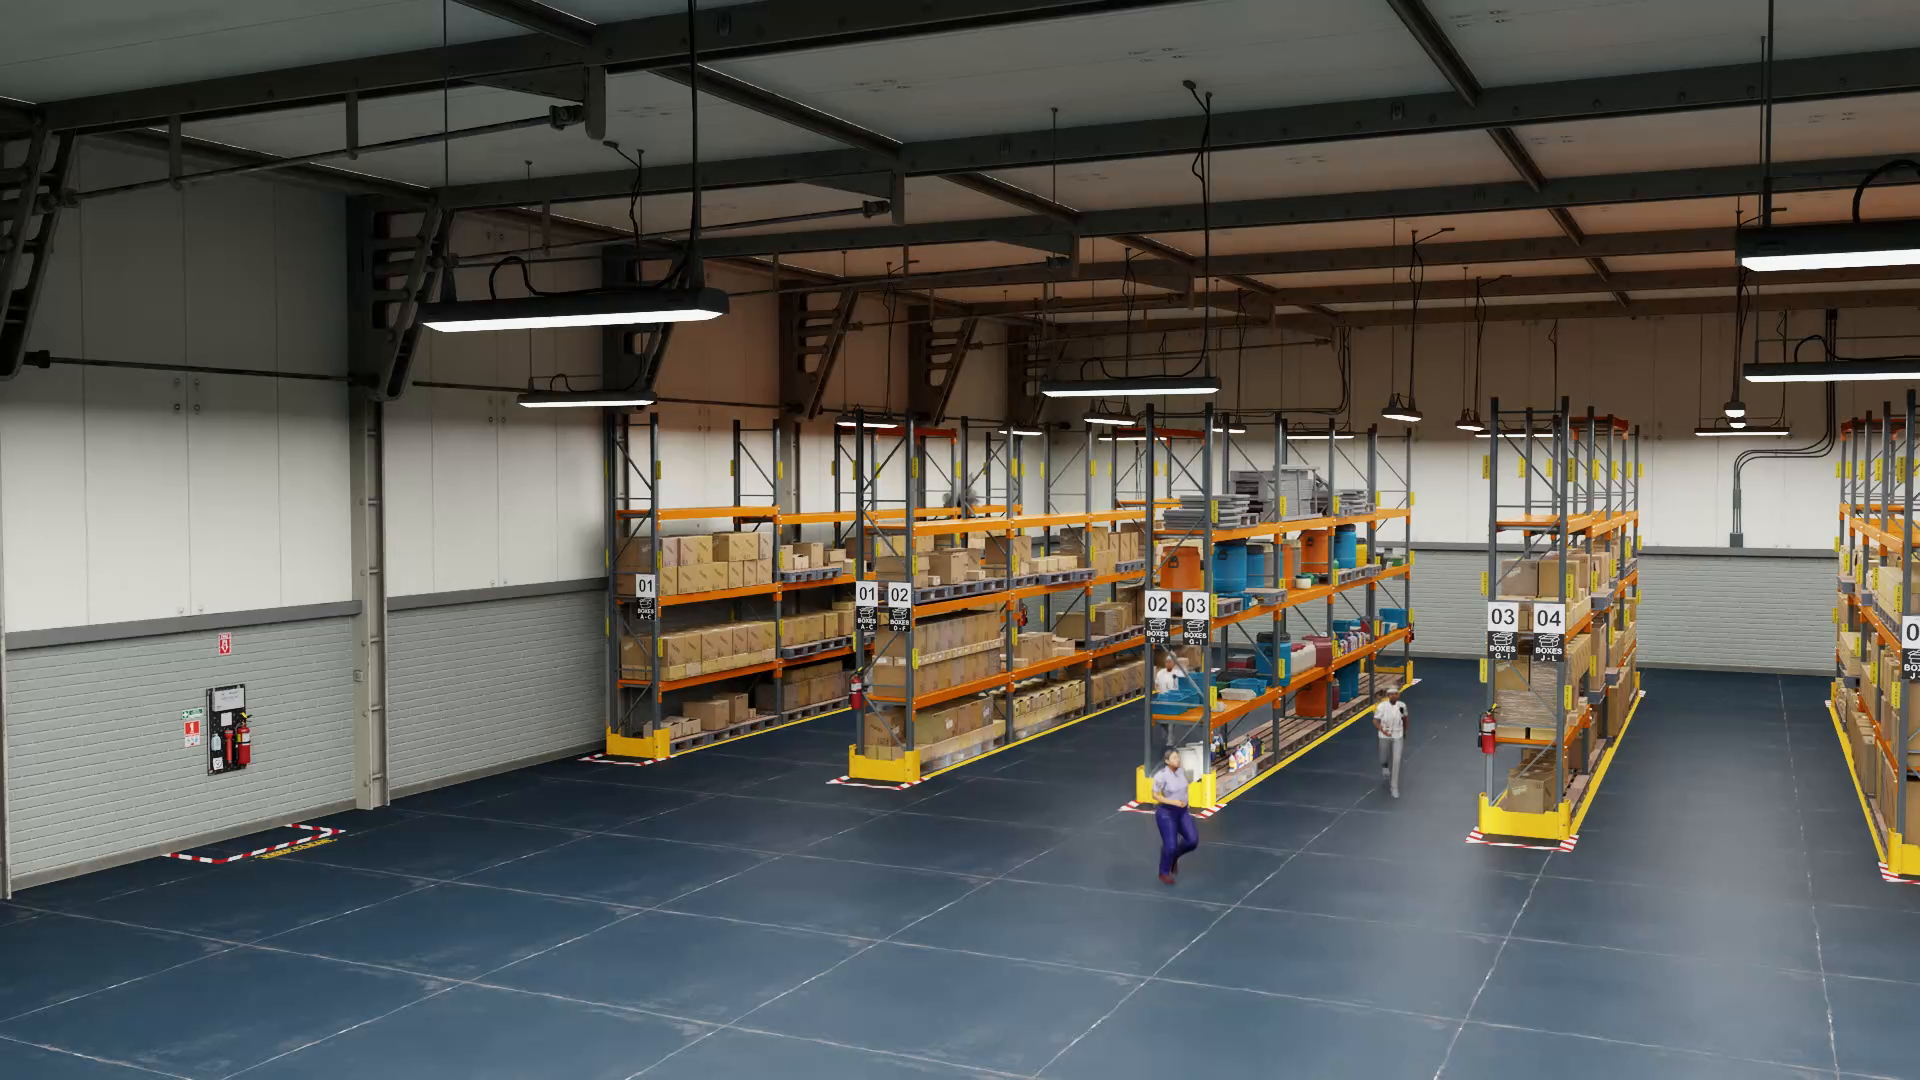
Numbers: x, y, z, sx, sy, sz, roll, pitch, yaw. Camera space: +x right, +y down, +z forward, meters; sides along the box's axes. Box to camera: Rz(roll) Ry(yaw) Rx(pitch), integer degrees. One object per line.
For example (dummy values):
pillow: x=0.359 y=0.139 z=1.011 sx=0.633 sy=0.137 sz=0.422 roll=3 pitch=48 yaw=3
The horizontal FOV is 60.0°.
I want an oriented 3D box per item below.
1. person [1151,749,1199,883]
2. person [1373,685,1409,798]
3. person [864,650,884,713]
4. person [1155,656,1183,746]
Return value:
person: x=2.615 y=3.346 z=20.148 sx=0.657 sy=1.615 sz=0.527 roll=-2 pitch=3 yaw=-37
person: x=6.713 y=3.092 z=25.902 sx=0.547 sy=1.698 sz=1.068 roll=1 pitch=2 yaw=14
person: x=-1.511 y=2.865 z=30.444 sx=0.612 sy=1.748 sz=0.805 roll=1 pitch=3 yaw=21
person: x=3.808 y=2.920 z=30.262 sx=0.589 sy=1.616 sz=0.572 roll=1 pitch=3 yaw=20
